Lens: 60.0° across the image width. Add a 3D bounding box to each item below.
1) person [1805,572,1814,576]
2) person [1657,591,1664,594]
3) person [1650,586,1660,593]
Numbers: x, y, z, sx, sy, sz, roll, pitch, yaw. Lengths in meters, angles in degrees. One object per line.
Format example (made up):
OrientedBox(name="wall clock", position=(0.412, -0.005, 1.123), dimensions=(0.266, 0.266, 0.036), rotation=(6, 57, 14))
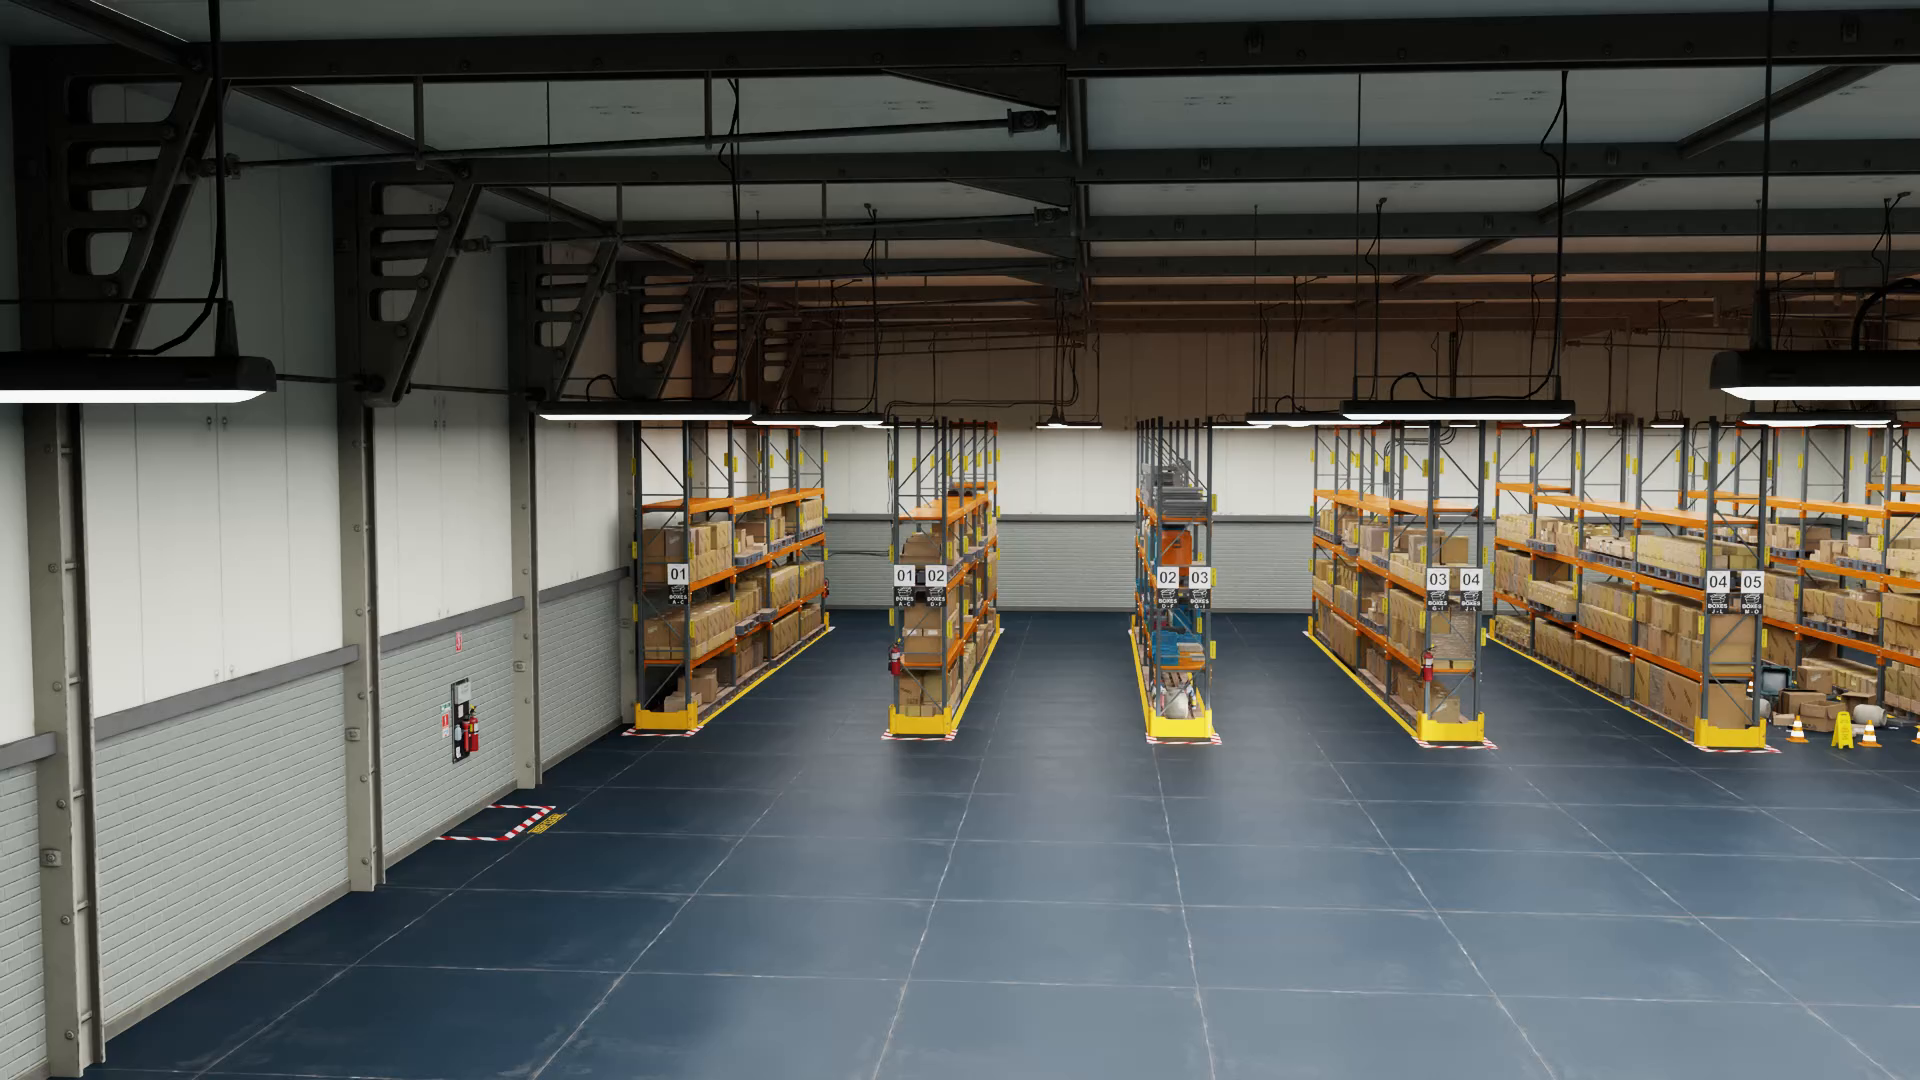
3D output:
OrientedBox(name="person", position=(23.911, 1.774, 46.842), dimensions=(0.571, 1.747, 0.550), rotation=(0, 4, 1))
OrientedBox(name="person", position=(17.451, 2.149, 41.762), dimensions=(0.605, 1.758, 0.687), rotation=(-3, 5, -39))
OrientedBox(name="person", position=(18.616, 1.937, 44.638), dimensions=(0.449, 1.768, 0.596), rotation=(2, 4, 26))
